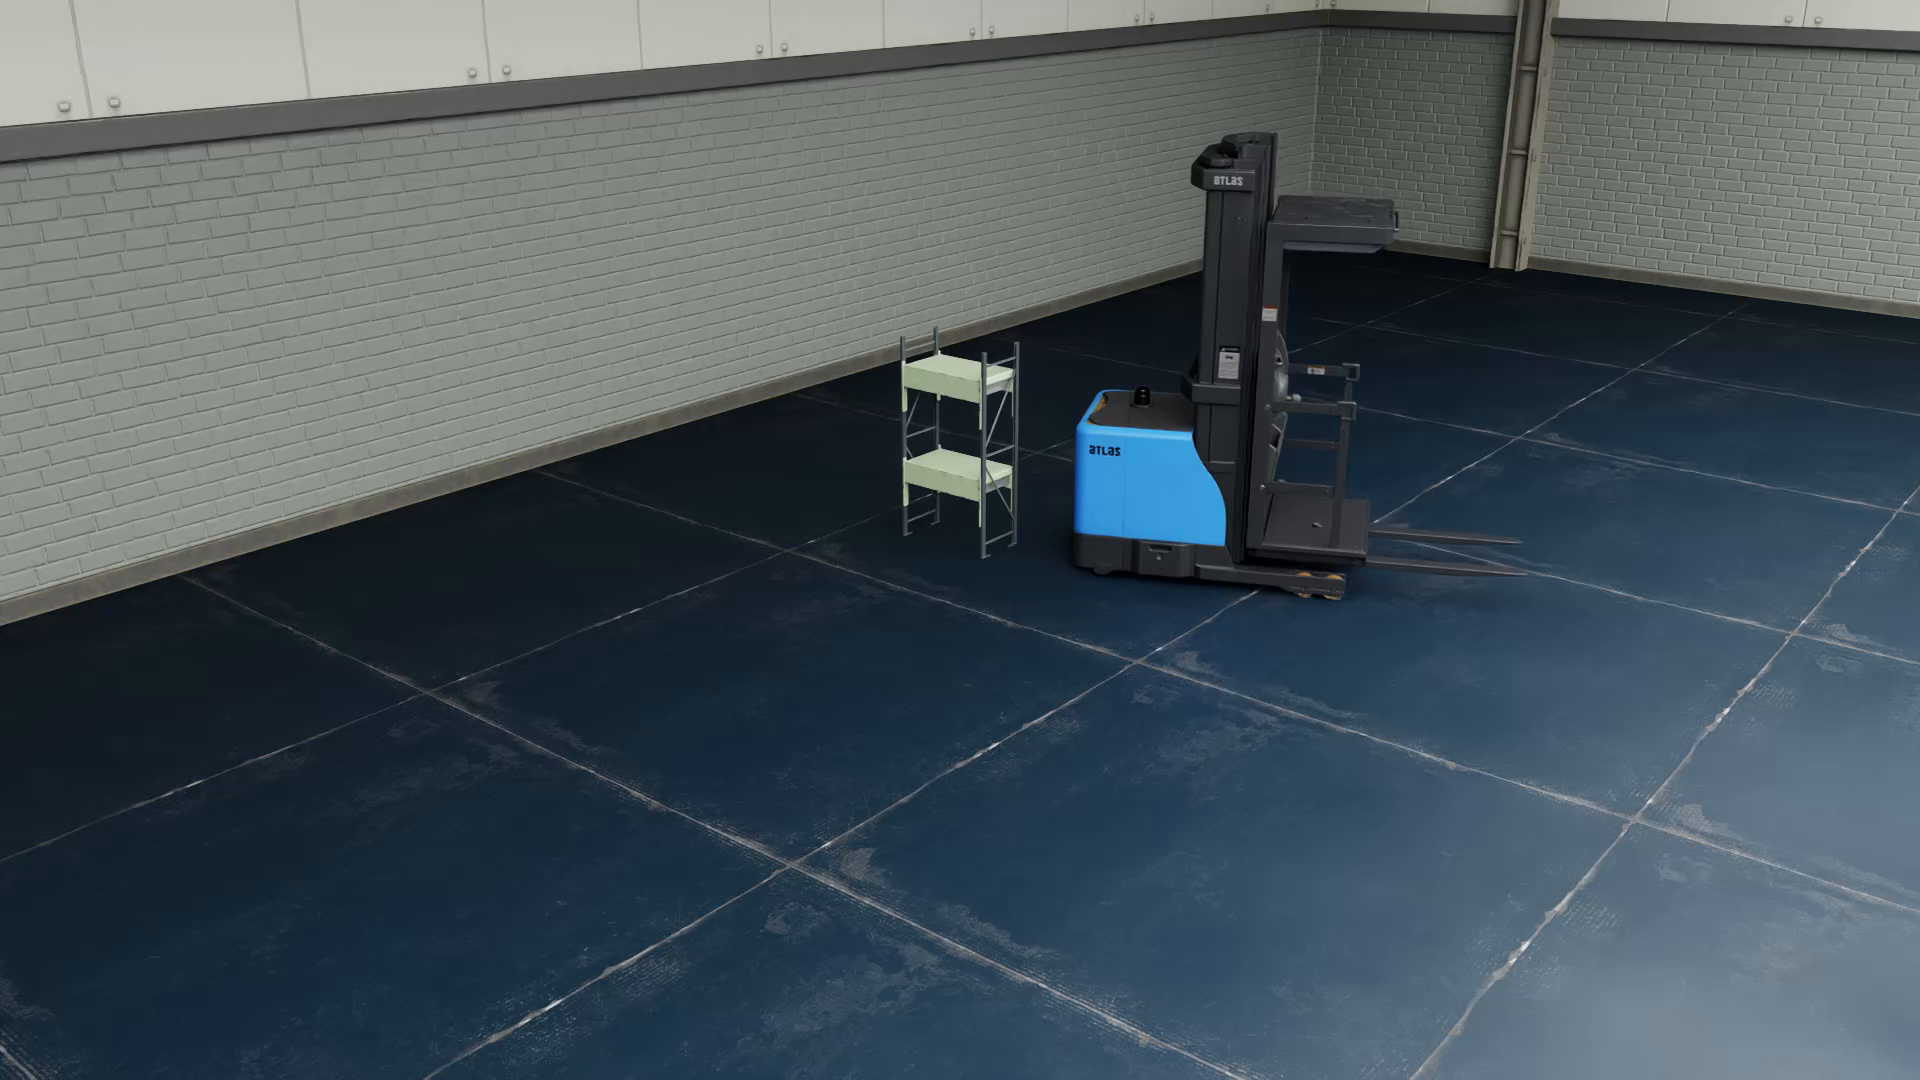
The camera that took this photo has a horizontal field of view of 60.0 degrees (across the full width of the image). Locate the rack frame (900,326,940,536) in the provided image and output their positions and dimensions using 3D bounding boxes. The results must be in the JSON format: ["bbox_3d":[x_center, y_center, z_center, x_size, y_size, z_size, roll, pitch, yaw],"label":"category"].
[{"bbox_3d":[-0.289,-0.785,12.124,0.023,1.500,0.400,16,26,36],"label":"rack frame"}]

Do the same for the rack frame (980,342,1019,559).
[{"bbox_3d":[0.278,-0.622,11.691,0.023,1.500,0.400,16,26,36],"label":"rack frame"}]

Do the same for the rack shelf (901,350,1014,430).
[{"bbox_3d":[-0.005,-1.068,11.770,0.720,0.370,0.431,16,26,36],"label":"rack shelf"}]

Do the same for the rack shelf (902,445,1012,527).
[{"bbox_3d":[-0.005,-0.398,12.023,0.720,0.370,0.431,16,26,36],"label":"rack shelf"}]

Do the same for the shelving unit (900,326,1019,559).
[{"bbox_3d":[-0.005,-0.703,11.907,0.755,1.500,0.431,16,26,36],"label":"shelving unit"}]

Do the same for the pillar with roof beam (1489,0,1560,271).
[{"bbox_3d":[4.371,-6.558,16.806,0.400,9.000,9.100,16,26,36],"label":"pillar with roof beam"}]

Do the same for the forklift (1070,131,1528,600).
[{"bbox_3d":[2.342,-1.177,11.136,3.031,2.935,1.130,5,21,13],"label":"forklift"}]
